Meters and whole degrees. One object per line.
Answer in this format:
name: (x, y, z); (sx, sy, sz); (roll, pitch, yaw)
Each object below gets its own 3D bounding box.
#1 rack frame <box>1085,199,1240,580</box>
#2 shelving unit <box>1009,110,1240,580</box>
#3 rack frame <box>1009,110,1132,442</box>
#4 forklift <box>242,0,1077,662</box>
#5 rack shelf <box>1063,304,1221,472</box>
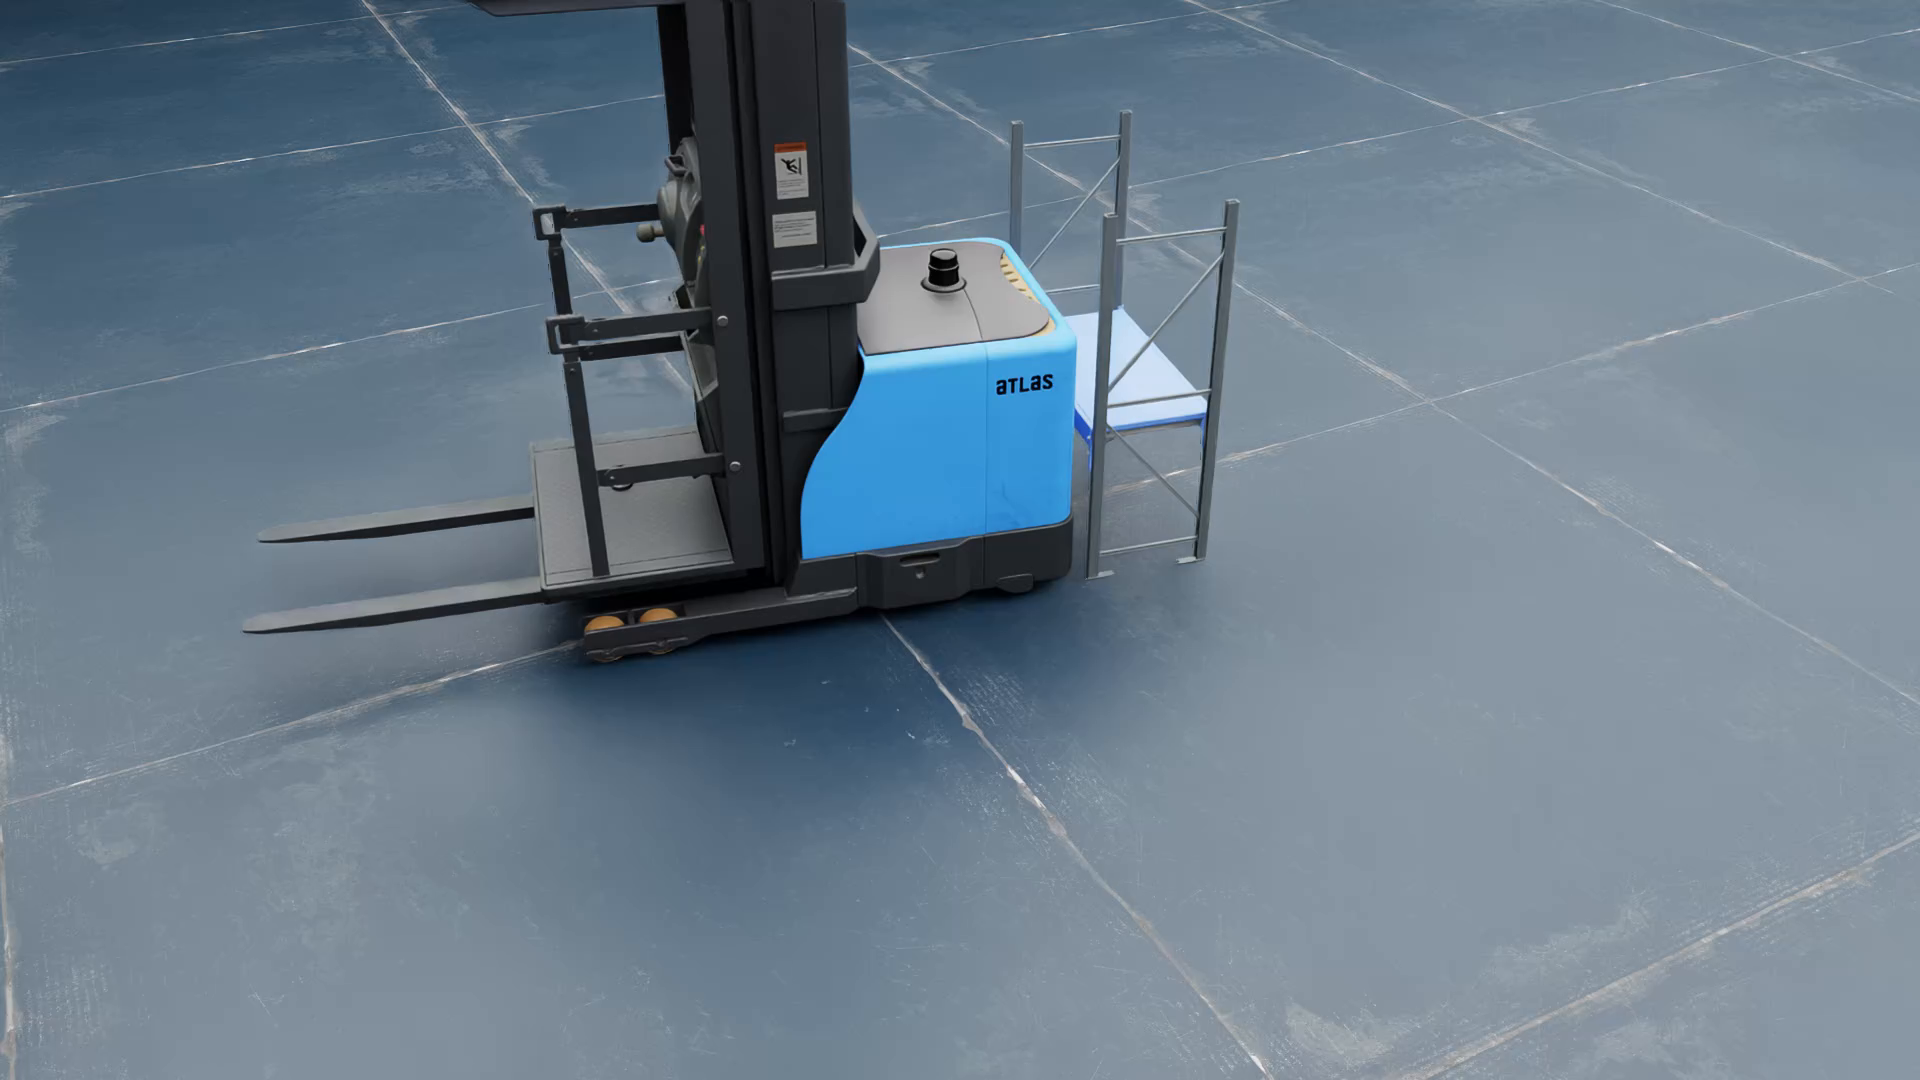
rack frame: (0.736, -0.520, 6.171); (0.500, 1.500, 0.032); (-9, 34, -14)
shelving unit: (0.590, -0.783, 6.581); (0.538, 1.500, 1.048); (-9, 34, -14)
rack frame: (0.445, -1.045, 6.991); (0.500, 1.500, 0.032); (-9, 34, -14)
forklift: (-1.140, -1.106, 5.759); (3.031, 2.935, 1.130); (-8, 34, -12)
rack shelf: (0.590, -0.631, 6.678); (0.538, 0.185, 1.000); (-9, 34, -14)
